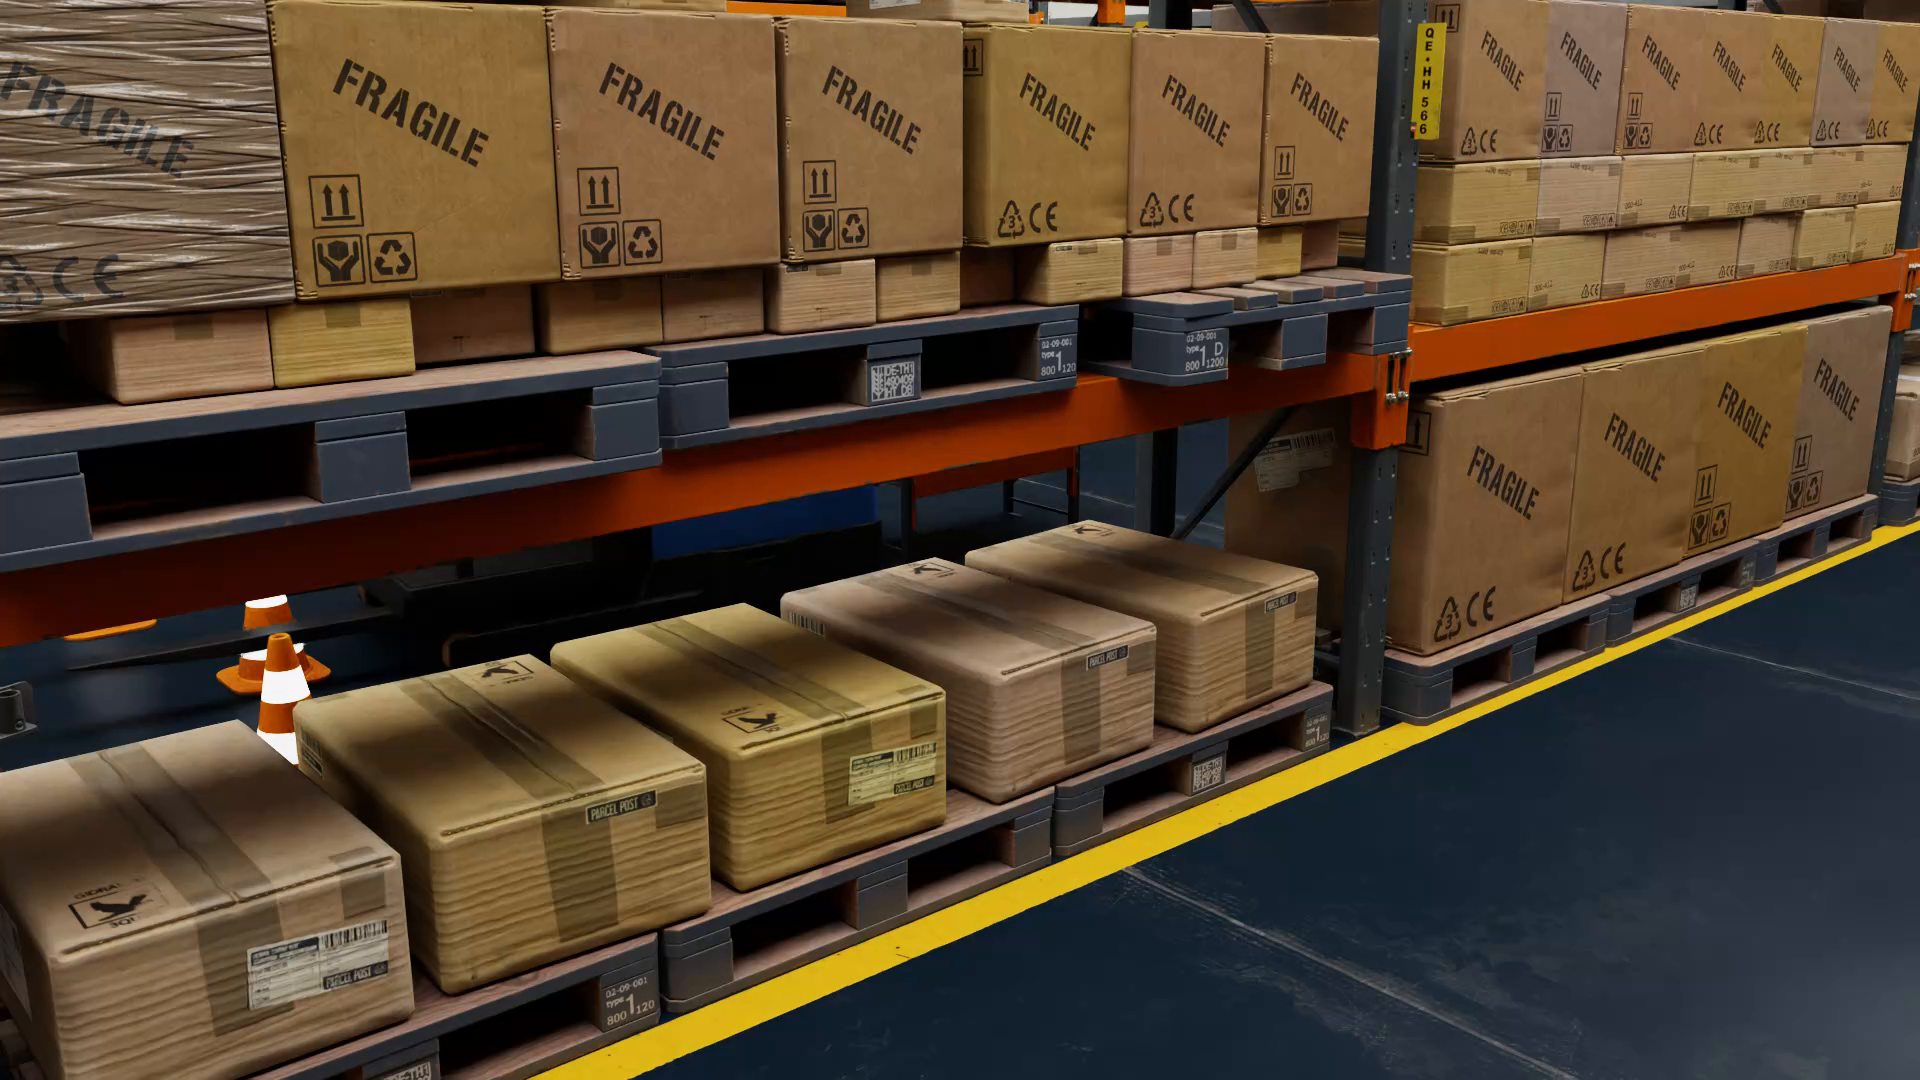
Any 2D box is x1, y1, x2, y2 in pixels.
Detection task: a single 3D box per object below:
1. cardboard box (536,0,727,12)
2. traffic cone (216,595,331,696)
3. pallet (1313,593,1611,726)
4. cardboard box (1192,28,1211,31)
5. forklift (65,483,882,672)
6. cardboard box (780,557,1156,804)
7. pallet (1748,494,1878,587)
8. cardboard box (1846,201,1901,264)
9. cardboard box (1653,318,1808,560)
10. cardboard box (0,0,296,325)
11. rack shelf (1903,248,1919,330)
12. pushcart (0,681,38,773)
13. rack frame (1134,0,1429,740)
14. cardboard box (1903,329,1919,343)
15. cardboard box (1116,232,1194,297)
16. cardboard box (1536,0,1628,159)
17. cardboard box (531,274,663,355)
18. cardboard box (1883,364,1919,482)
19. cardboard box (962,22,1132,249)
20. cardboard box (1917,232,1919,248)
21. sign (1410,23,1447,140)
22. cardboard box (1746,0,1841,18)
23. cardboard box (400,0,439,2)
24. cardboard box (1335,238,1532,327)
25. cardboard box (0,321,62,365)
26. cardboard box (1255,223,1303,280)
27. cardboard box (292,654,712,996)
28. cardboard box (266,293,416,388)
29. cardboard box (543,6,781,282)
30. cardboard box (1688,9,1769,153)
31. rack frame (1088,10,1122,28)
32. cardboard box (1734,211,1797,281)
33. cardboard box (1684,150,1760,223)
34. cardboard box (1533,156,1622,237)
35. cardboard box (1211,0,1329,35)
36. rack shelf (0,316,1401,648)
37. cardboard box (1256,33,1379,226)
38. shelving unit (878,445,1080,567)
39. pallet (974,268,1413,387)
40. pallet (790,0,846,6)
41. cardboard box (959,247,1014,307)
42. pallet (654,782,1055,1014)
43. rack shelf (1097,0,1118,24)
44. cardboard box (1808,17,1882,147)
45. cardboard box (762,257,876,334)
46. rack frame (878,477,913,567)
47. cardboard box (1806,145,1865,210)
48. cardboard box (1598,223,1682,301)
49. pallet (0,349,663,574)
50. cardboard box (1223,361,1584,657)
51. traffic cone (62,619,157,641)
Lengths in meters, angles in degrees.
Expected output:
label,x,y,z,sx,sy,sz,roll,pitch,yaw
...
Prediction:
label,x,y,z,sx,sy,sz,roll,pitch,yaw
cardboard box,-0.685,-1.159,3.437,0.250,0.149,0.380,-11,19,-36
traffic cone,-2.445,0.263,5.869,0.334,0.463,0.336,-13,19,-39
pallet,1.638,0.314,6.164,1.213,0.211,1.003,-13,19,-39
cardboard box,1.567,-3.333,11.707,0.500,0.500,0.500,-13,20,-41
forklift,-1.820,-1.081,6.118,3.031,2.935,1.130,-10,18,-34
cardboard box,0.009,0.373,4.819,0.625,0.372,0.950,-13,20,-40
pallet,3.478,-0.099,7.711,1.213,0.211,1.003,-13,19,-39
cardboard box,3.838,-1.394,7.447,0.500,0.250,0.500,-13,20,-41
cardboard box,2.919,-0.493,7.086,0.875,0.875,0.875,-12,19,-38
cardboard box,-1.482,-0.655,2.805,0.500,0.500,0.500,-12,19,-38
rack shelf,5.520,-1.583,9.257,4.000,0.370,1.077,-13,19,-39
pushcart,-3.559,0.595,4.790,1.648,0.377,0.936,8,17,28
rack frame,0.993,-0.914,5.359,0.127,3.000,1.000,-13,19,-39
cardboard box,5.911,-0.946,9.631,0.875,0.438,0.875,-12,19,-38
cardboard box,0.390,-0.742,4.389,0.250,0.149,0.380,-14,20,-42
cardboard box,1.894,-1.567,5.673,0.500,0.500,0.500,-13,19,-39
cardboard box,-0.820,-0.489,3.441,0.250,0.149,0.380,-12,19,-39
cardboard box,4.555,-0.642,8.492,0.875,0.438,0.875,-13,20,-40
cardboard box,0.070,-1.002,4.106,0.500,0.500,0.500,-14,21,-43
cardboard box,4.537,-1.668,7.990,0.500,0.500,0.500,-12,19,-38
sign,1.357,-1.331,4.830,0.005,0.325,0.100,-13,19,-39
cardboard box,4.034,-2.550,8.097,0.250,0.149,0.380,-13,20,-40
cardboard box,-1.313,-1.186,3.537,0.250,0.149,0.380,-13,20,-41
cardboard box,1.528,-0.875,5.505,0.500,0.250,0.500,-13,20,-40
cardboard box,-1.817,-0.459,3.328,0.250,0.149,0.380,-12,19,-39
cardboard box,0.746,-0.835,4.735,0.250,0.149,0.380,-12,19,-39
cardboard box,-1.090,0.619,3.900,0.625,0.372,0.950,-11,19,-36
cardboard box,-1.206,-0.390,3.072,0.250,0.149,0.380,-12,19,-38
cardboard box,-0.723,-0.821,3.427,0.500,0.500,0.500,-13,20,-40
cardboard box,2.677,-1.737,6.307,0.500,0.500,0.500,-12,19,-38
rack frame,0.685,-2.538,11.439,0.127,3.000,1.000,-13,19,-39
cardboard box,3.060,-1.226,6.819,0.500,0.250,0.500,-13,20,-41
cardboard box,2.704,-1.373,6.401,0.500,0.250,0.500,-12,19,-38
cardboard box,1.928,-1.208,5.782,0.500,0.250,0.500,-12,19,-38
cardboard box,1.212,-1.584,5.735,0.500,0.500,0.500,-13,20,-41
rack shelf,-0.515,-0.228,4.183,4.000,0.370,1.077,-13,19,-39
cardboard box,0.833,-1.178,4.762,0.500,0.500,0.500,-13,20,-41
shelving unit,0.005,-0.545,7.609,1.048,1.125,0.538,-13,19,-39
pallet,0.526,-0.680,4.854,1.003,0.211,1.213,-13,19,-39
pallet,-0.950,-5.269,16.024,1.213,0.211,1.003,-13,19,-39
cardboard box,-0.081,-0.675,4.136,0.250,0.149,0.380,-12,19,-39
pallet,-0.517,0.771,4.454,1.213,0.211,1.003,-13,19,-39
rack shelf,-0.823,-3.301,9.877,4.000,0.370,1.077,-13,19,-39
cardboard box,3.453,-1.909,6.954,0.500,0.500,0.500,-12,19,-38
cardboard box,-0.398,-0.565,3.727,0.250,0.149,0.380,-12,19,-37
rack frame,-0.378,-0.458,7.287,0.032,1.125,0.500,-13,19,-39
cardboard box,3.466,-1.552,7.071,0.500,0.250,0.500,-12,19,-38
cardboard box,2.303,-1.054,6.172,0.500,0.250,0.500,-12,19,-38
pallet,-1.352,-0.245,3.225,1.213,0.211,1.003,-13,19,-39
cardboard box,1.569,-0.191,5.956,0.875,0.875,0.875,-13,20,-40
traffic cone,-3.347,0.110,6.443,0.334,0.463,0.336,-13,19,-39
